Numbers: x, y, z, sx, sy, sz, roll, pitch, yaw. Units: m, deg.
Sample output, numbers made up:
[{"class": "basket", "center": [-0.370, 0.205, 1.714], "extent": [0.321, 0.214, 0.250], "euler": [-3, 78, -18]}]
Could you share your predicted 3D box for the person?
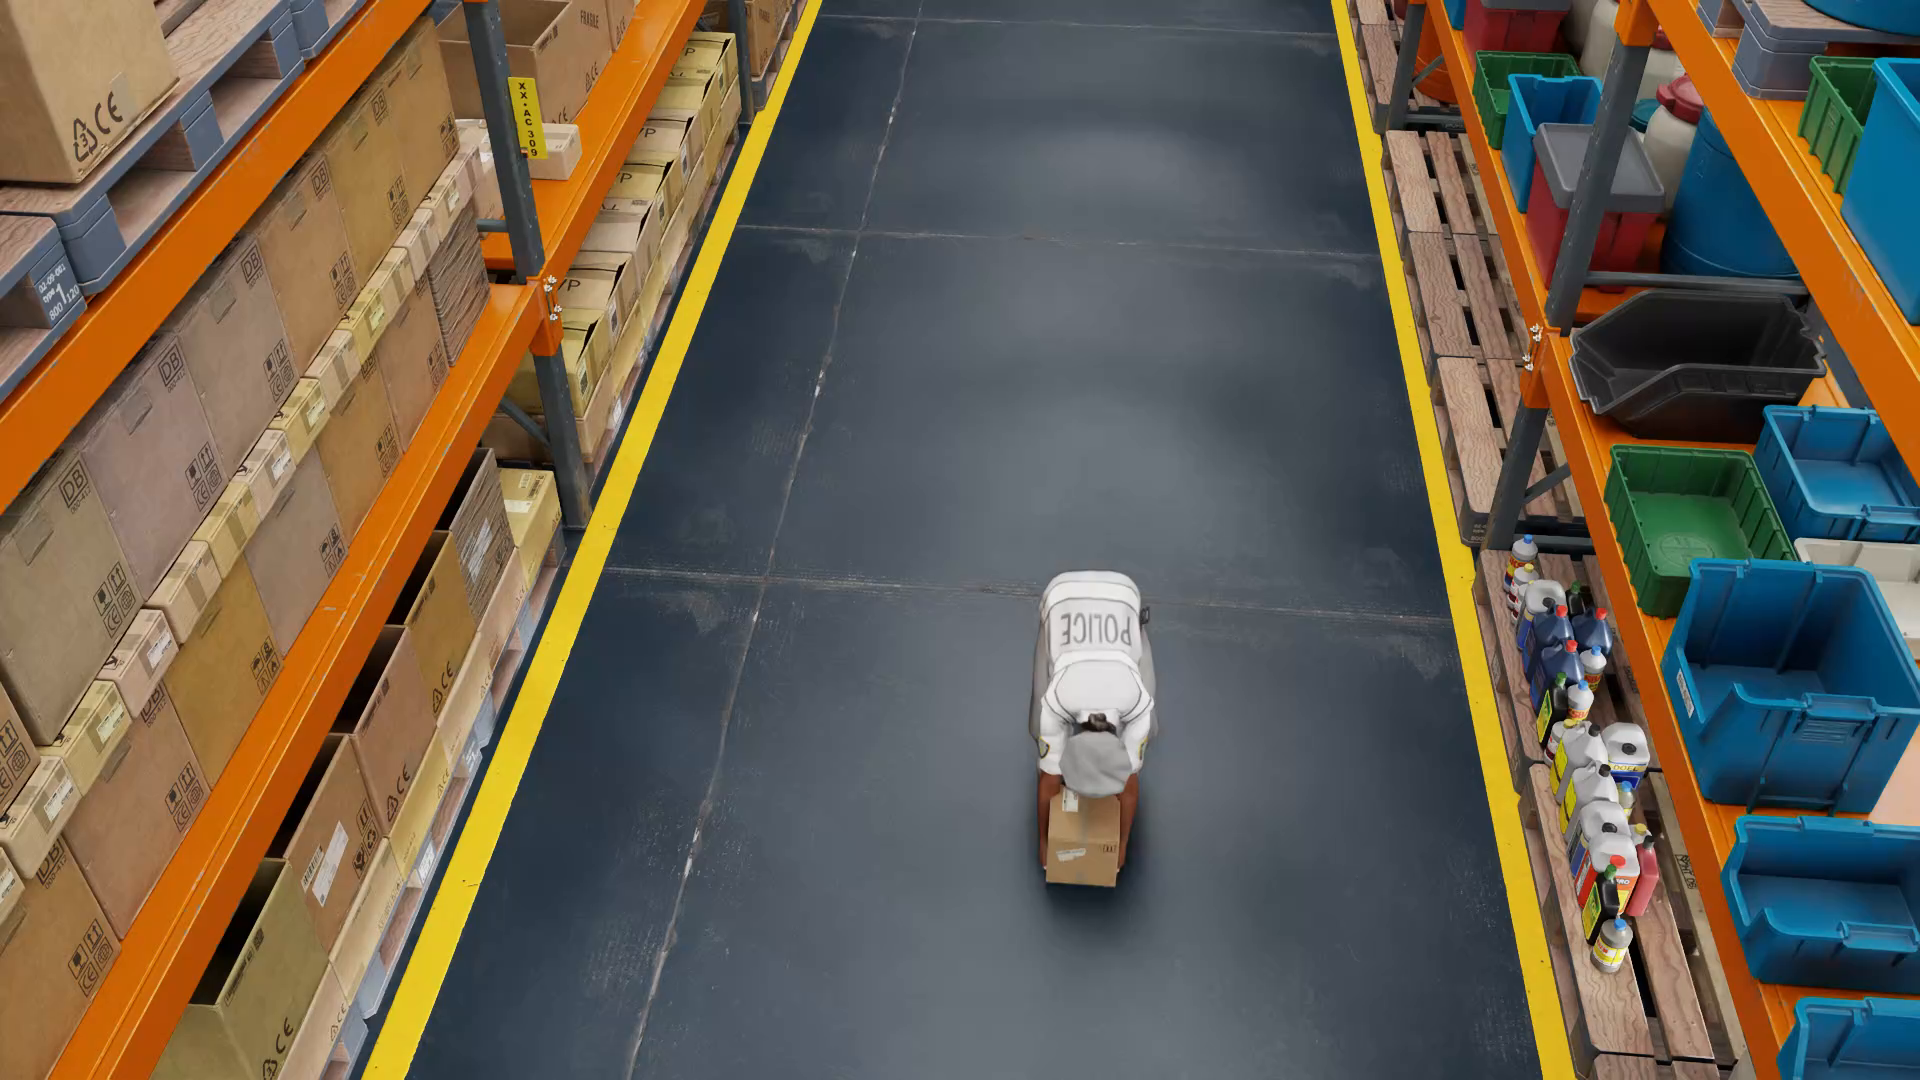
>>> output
[{"class": "person", "center": [0.499, 0.221, 5.873], "extent": [0.474, 1.689, 0.466], "euler": [3, 40, 3]}]
